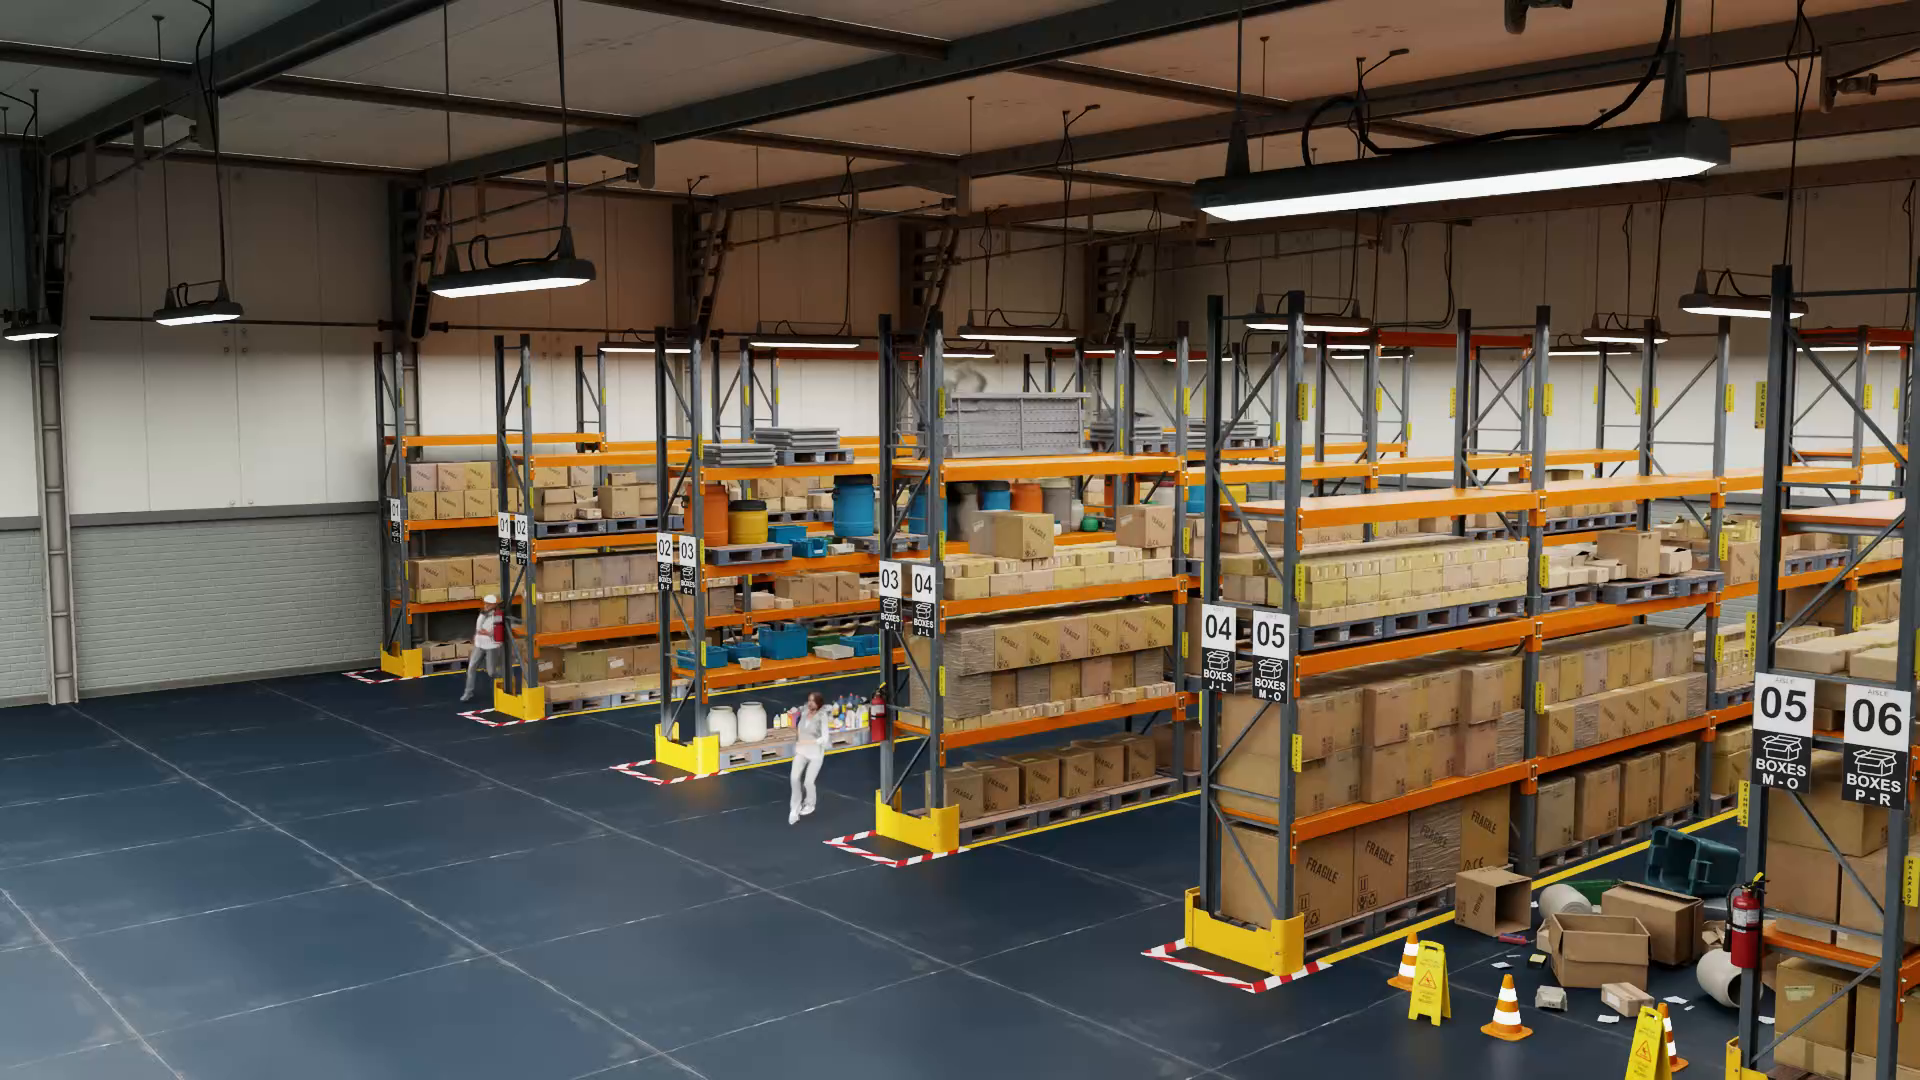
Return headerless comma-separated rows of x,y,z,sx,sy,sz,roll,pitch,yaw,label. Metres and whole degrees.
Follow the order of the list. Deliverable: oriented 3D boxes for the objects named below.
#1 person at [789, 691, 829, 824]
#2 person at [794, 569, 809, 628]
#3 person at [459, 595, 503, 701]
-1.772,2.578,19.796,0.498,1.549,0.657,2,5,18,person
-3.125,1.351,32.759,0.602,1.734,0.740,5,7,43,person
-7.864,1.787,27.763,0.677,1.762,0.902,2,6,24,person
